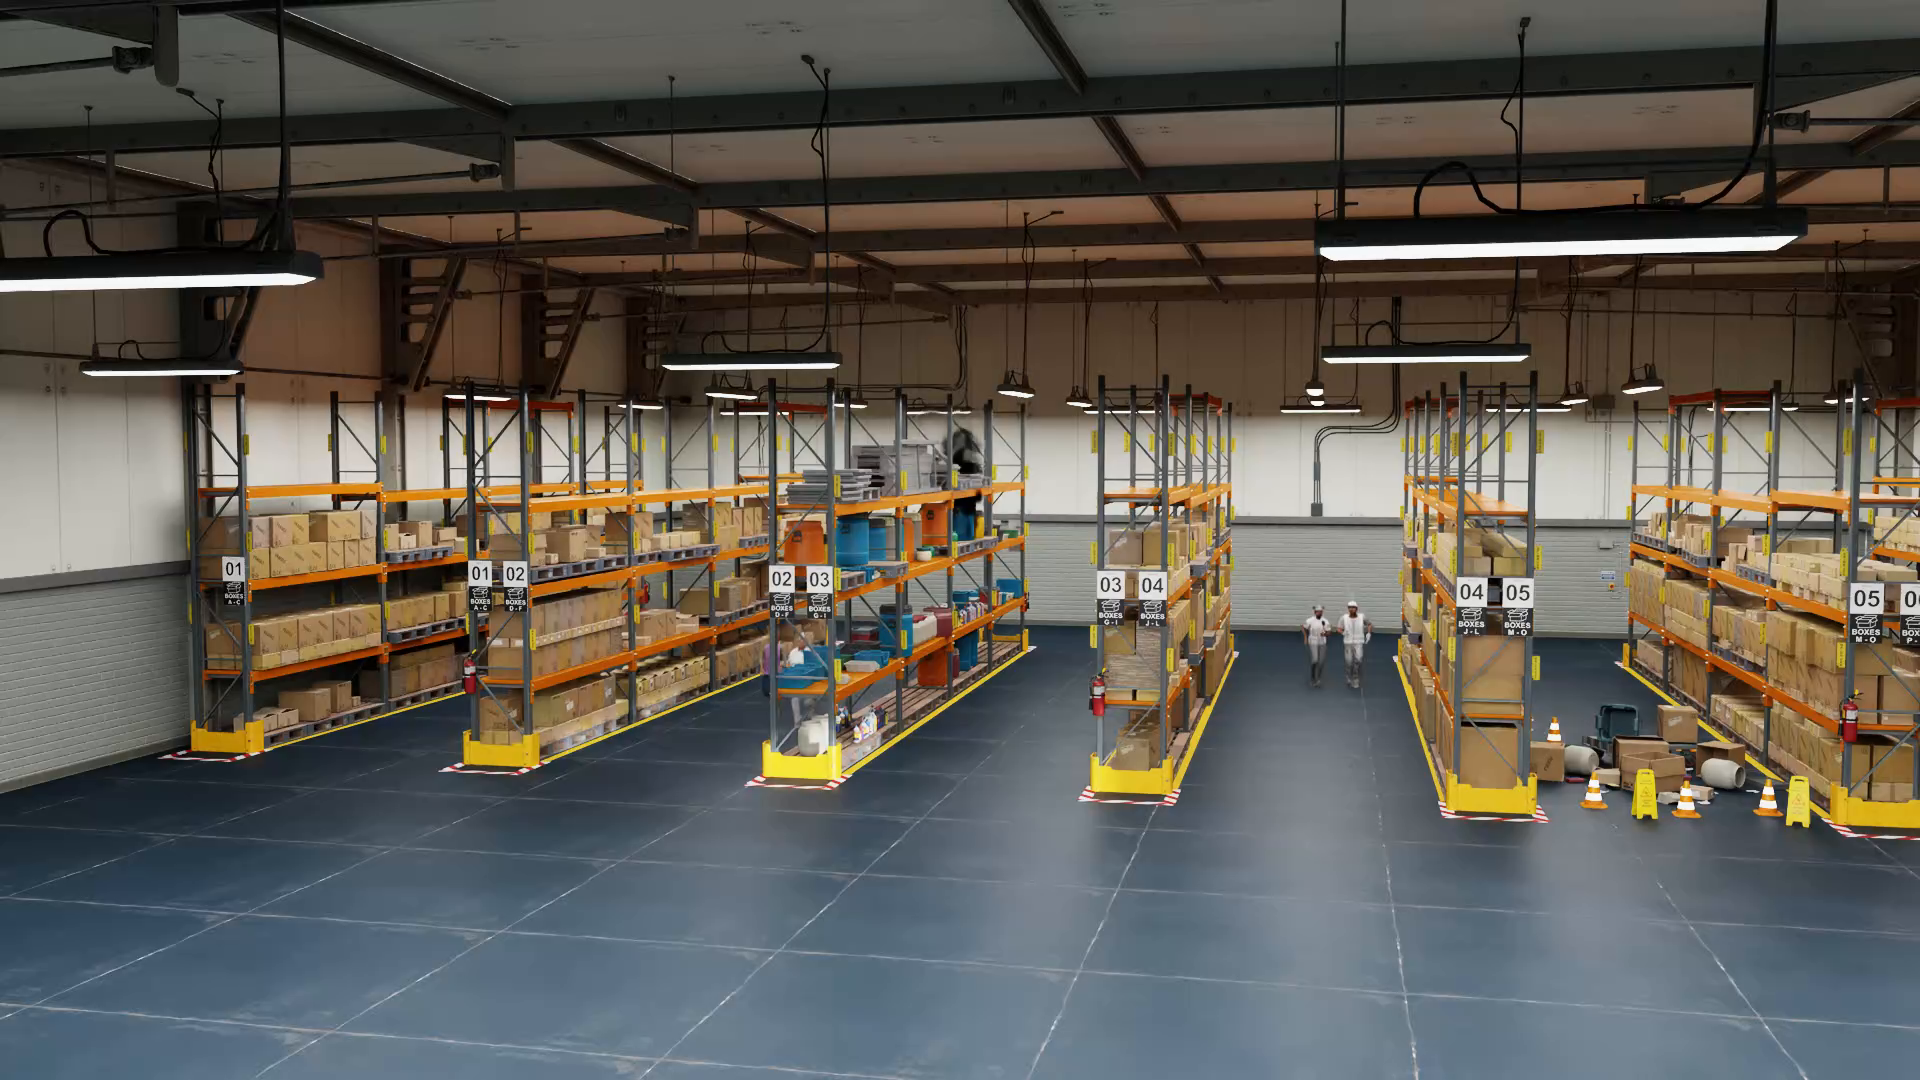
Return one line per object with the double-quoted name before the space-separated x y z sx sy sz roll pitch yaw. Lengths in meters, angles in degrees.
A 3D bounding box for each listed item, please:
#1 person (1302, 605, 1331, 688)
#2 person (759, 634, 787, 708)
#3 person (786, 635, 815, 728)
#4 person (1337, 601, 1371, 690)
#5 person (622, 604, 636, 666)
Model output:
"person" 7.400 2.194 34.430 0.542 1.731 0.713 0 3 1
"person" -3.458 2.479 30.677 0.542 1.561 0.570 0 3 7
"person" -2.819 2.498 29.575 0.615 1.623 0.727 0 3 7
"person" 8.124 2.165 34.321 0.683 1.814 0.756 1 3 17
"person" -6.908 2.152 35.087 0.664 1.684 0.678 0 3 7
